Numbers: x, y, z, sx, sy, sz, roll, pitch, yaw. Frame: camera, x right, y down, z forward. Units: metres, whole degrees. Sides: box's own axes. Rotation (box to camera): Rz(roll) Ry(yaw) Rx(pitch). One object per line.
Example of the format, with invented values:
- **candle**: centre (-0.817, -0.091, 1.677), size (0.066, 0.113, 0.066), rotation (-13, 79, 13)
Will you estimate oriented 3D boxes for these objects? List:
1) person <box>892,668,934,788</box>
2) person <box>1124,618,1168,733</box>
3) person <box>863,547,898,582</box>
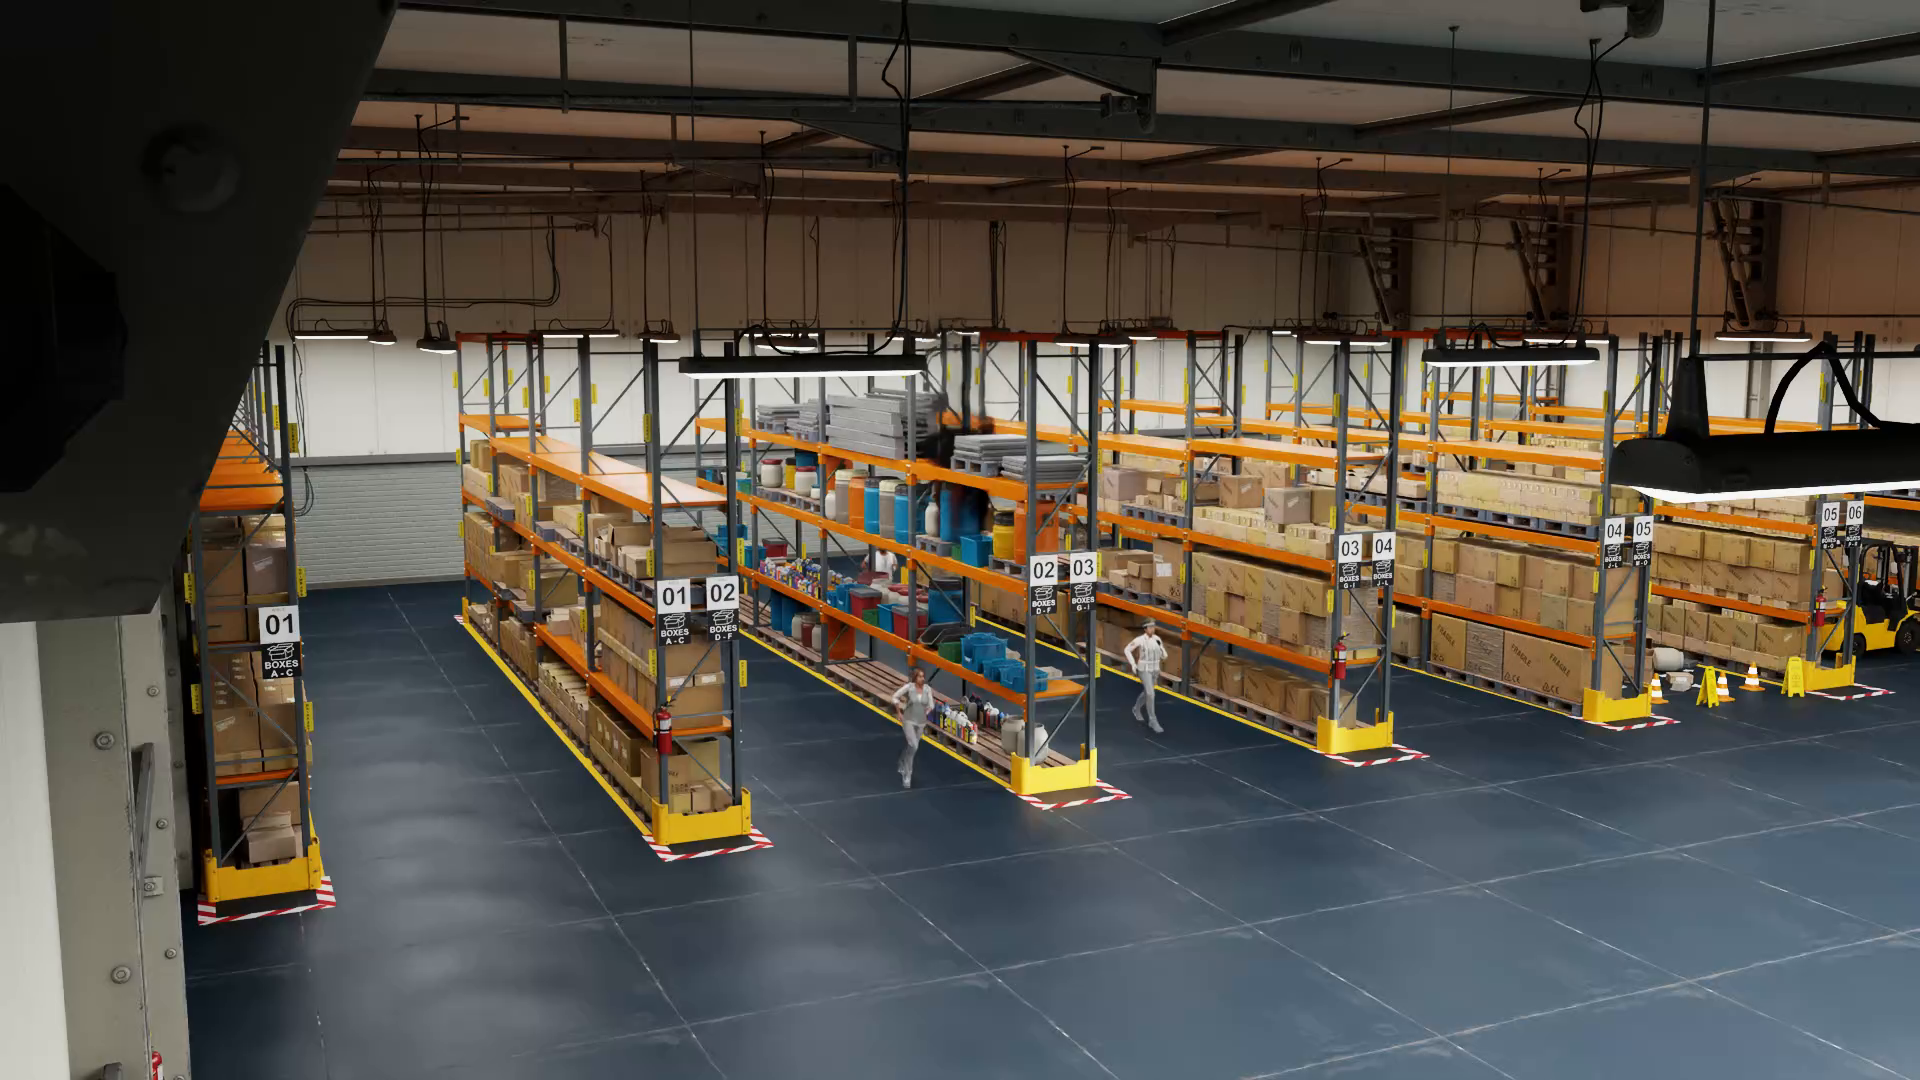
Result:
- **person**: centre (-0.615, 2.528, 22.618), size (0.522, 1.622, 0.719), rotation (-4, 9, -25)
- **person**: centre (2.899, 2.033, 25.545), size (0.599, 1.708, 0.860), rotation (-5, 9, -33)
- **person**: centre (-1.575, 0.871, 34.029), size (0.664, 1.832, 0.757), rotation (-5, 9, -32)
